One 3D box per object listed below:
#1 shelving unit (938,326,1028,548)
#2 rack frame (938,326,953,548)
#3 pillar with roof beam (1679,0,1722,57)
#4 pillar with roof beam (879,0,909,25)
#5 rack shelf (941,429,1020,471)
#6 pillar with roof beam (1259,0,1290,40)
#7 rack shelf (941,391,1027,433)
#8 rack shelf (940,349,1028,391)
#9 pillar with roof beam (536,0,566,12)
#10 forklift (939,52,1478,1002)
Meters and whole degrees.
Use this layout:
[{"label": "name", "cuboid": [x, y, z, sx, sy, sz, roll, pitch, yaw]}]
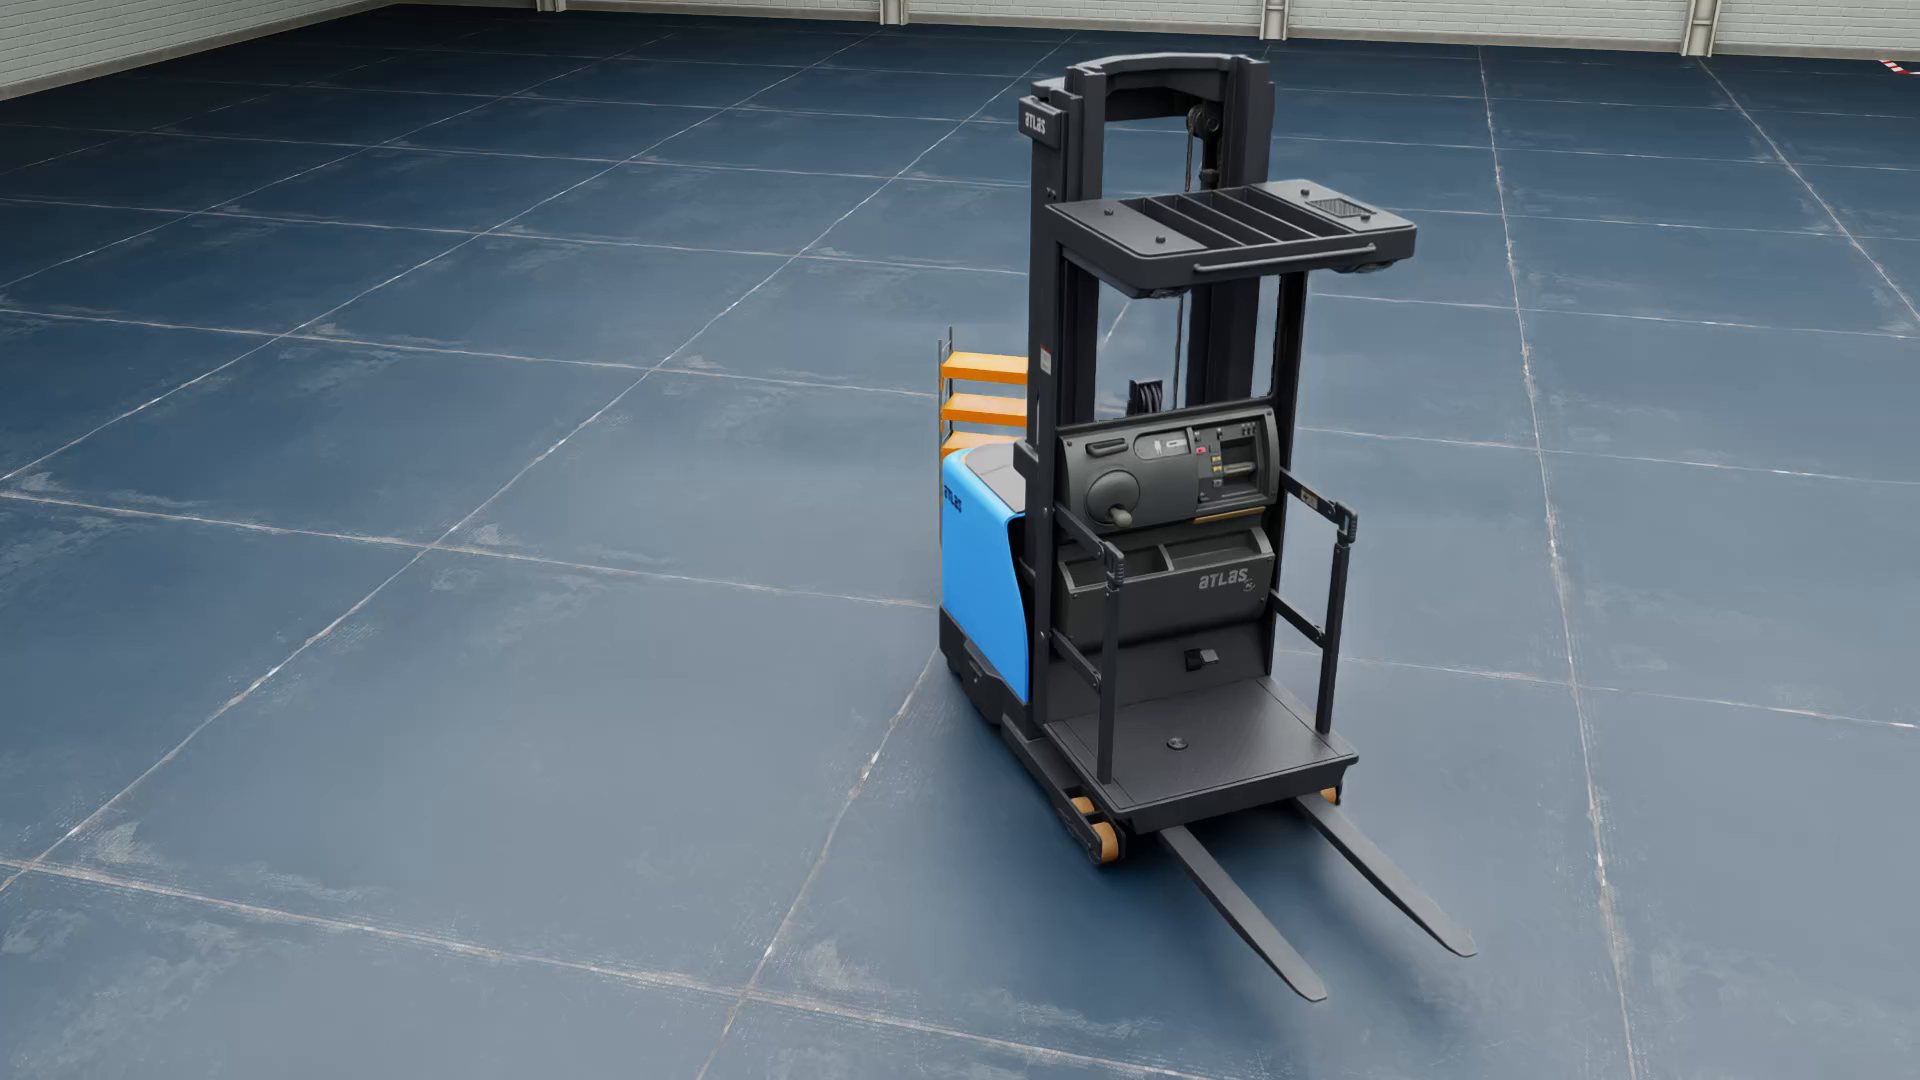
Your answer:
[{"label": "shelving unit", "cuboid": [0.160, -0.524, 8.955, 0.503, 1.200, 0.258, 6, 26, 13]}, {"label": "rack frame", "cuboid": [-0.076, -0.550, 9.010, 0.015, 1.200, 0.240, 6, 26, 13]}, {"label": "pillar with roof beam", "cuboid": [9.501, -9.255, 18.220, 0.400, 9.000, 9.100, 6, 26, 13]}, {"label": "pillar with roof beam", "cuboid": [-2.121, -10.539, 20.919, 0.400, 9.000, 9.100, 6, 26, 13]}, {"label": "rack shelf", "cuboid": [0.160, -0.463, 8.984, 0.480, 0.148, 0.258, 6, 26, 13]}, {"label": "pillar with roof beam", "cuboid": [3.690, -9.897, 19.569, 0.400, 9.000, 9.100, 6, 26, 13]}, {"label": "rack shelf", "cuboid": [0.160, -0.665, 8.888, 0.480, 0.148, 0.258, 6, 26, 13]}, {"label": "rack shelf", "cuboid": [0.160, -0.879, 8.786, 0.480, 0.148, 0.258, 6, 26, 13]}, {"label": "pillar with roof beam", "cuboid": [-7.932, -11.182, 22.268, 0.400, 9.000, 9.100, 6, 26, 13]}, {"label": "forklift", "cuboid": [0.918, -0.248, 6.362, 1.130, 2.935, 3.031, -10, 27, -20]}]
